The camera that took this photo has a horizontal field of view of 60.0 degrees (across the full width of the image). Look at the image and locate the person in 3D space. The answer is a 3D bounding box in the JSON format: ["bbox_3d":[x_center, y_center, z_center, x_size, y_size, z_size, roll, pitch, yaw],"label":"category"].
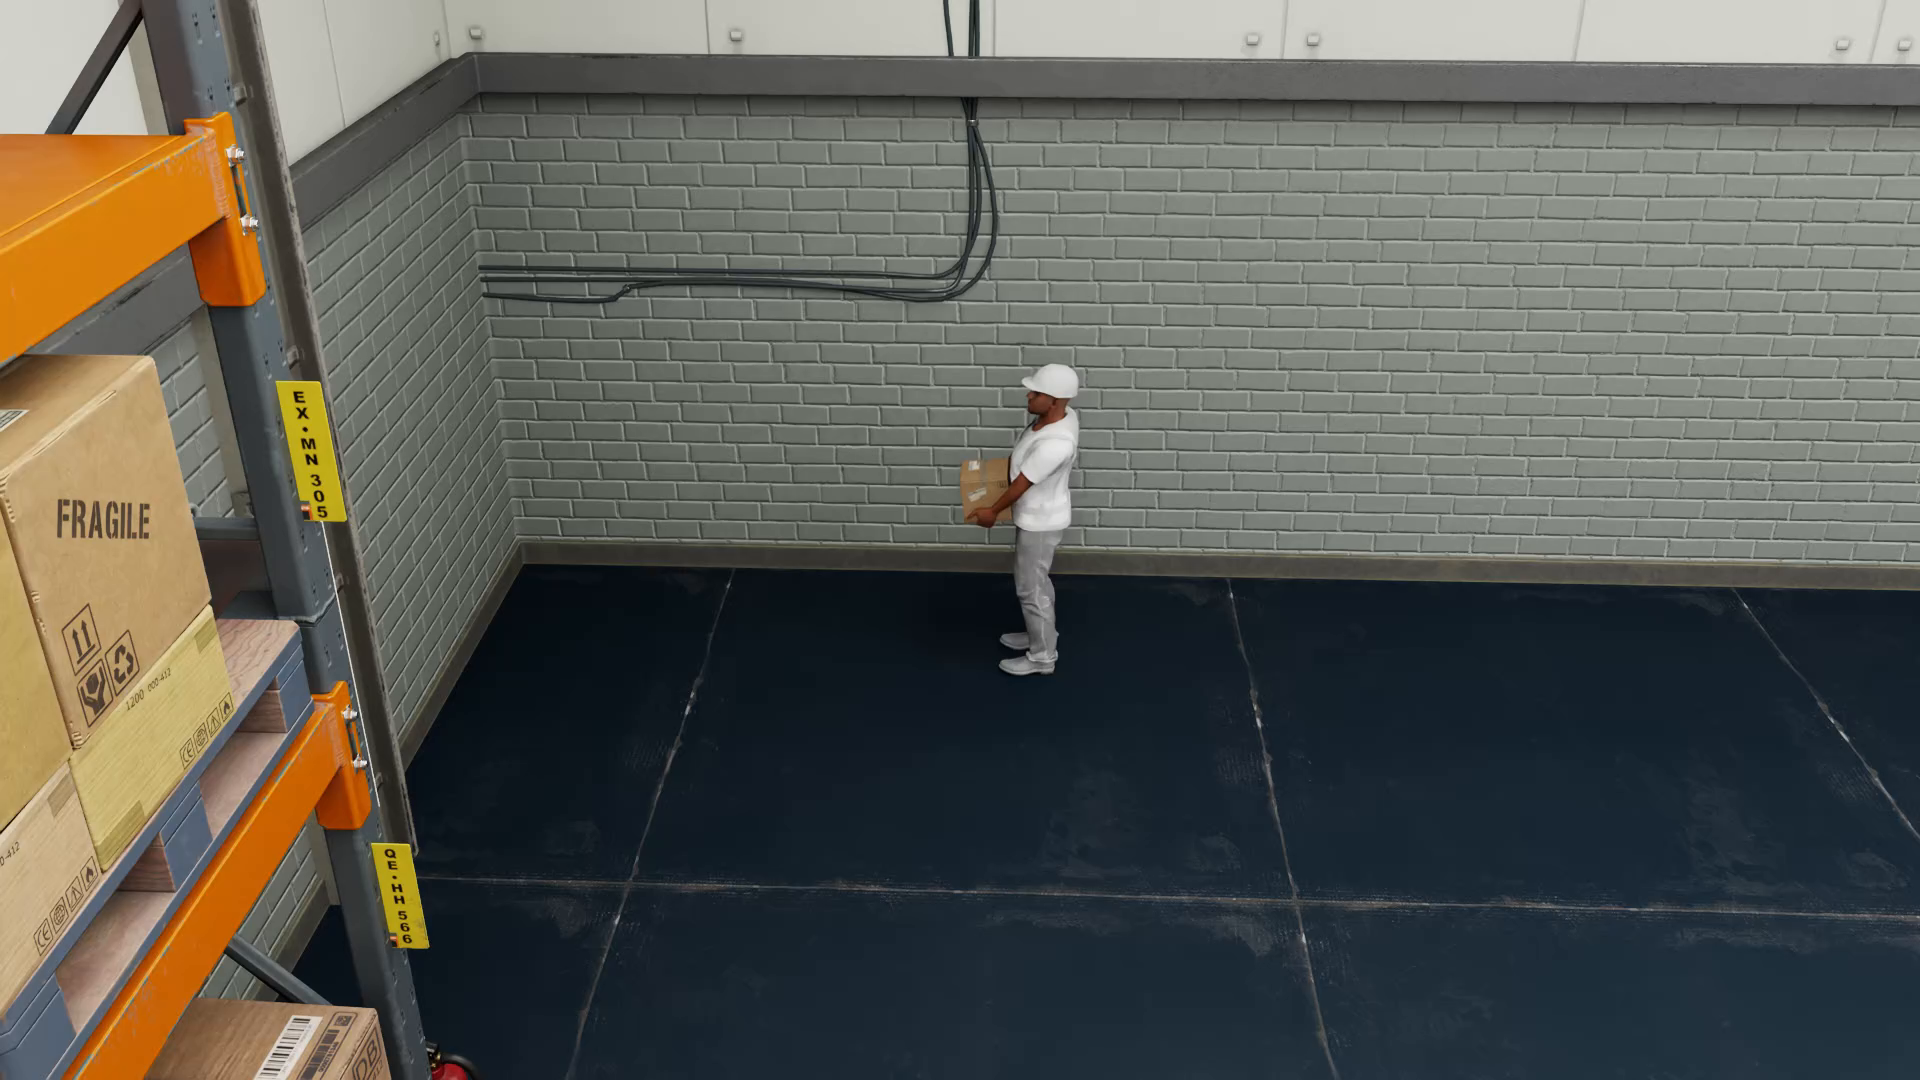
[{"bbox_3d":[0.327,-0.116,8.821,0.577,1.760,0.503,1,28,3],"label":"person"}]
